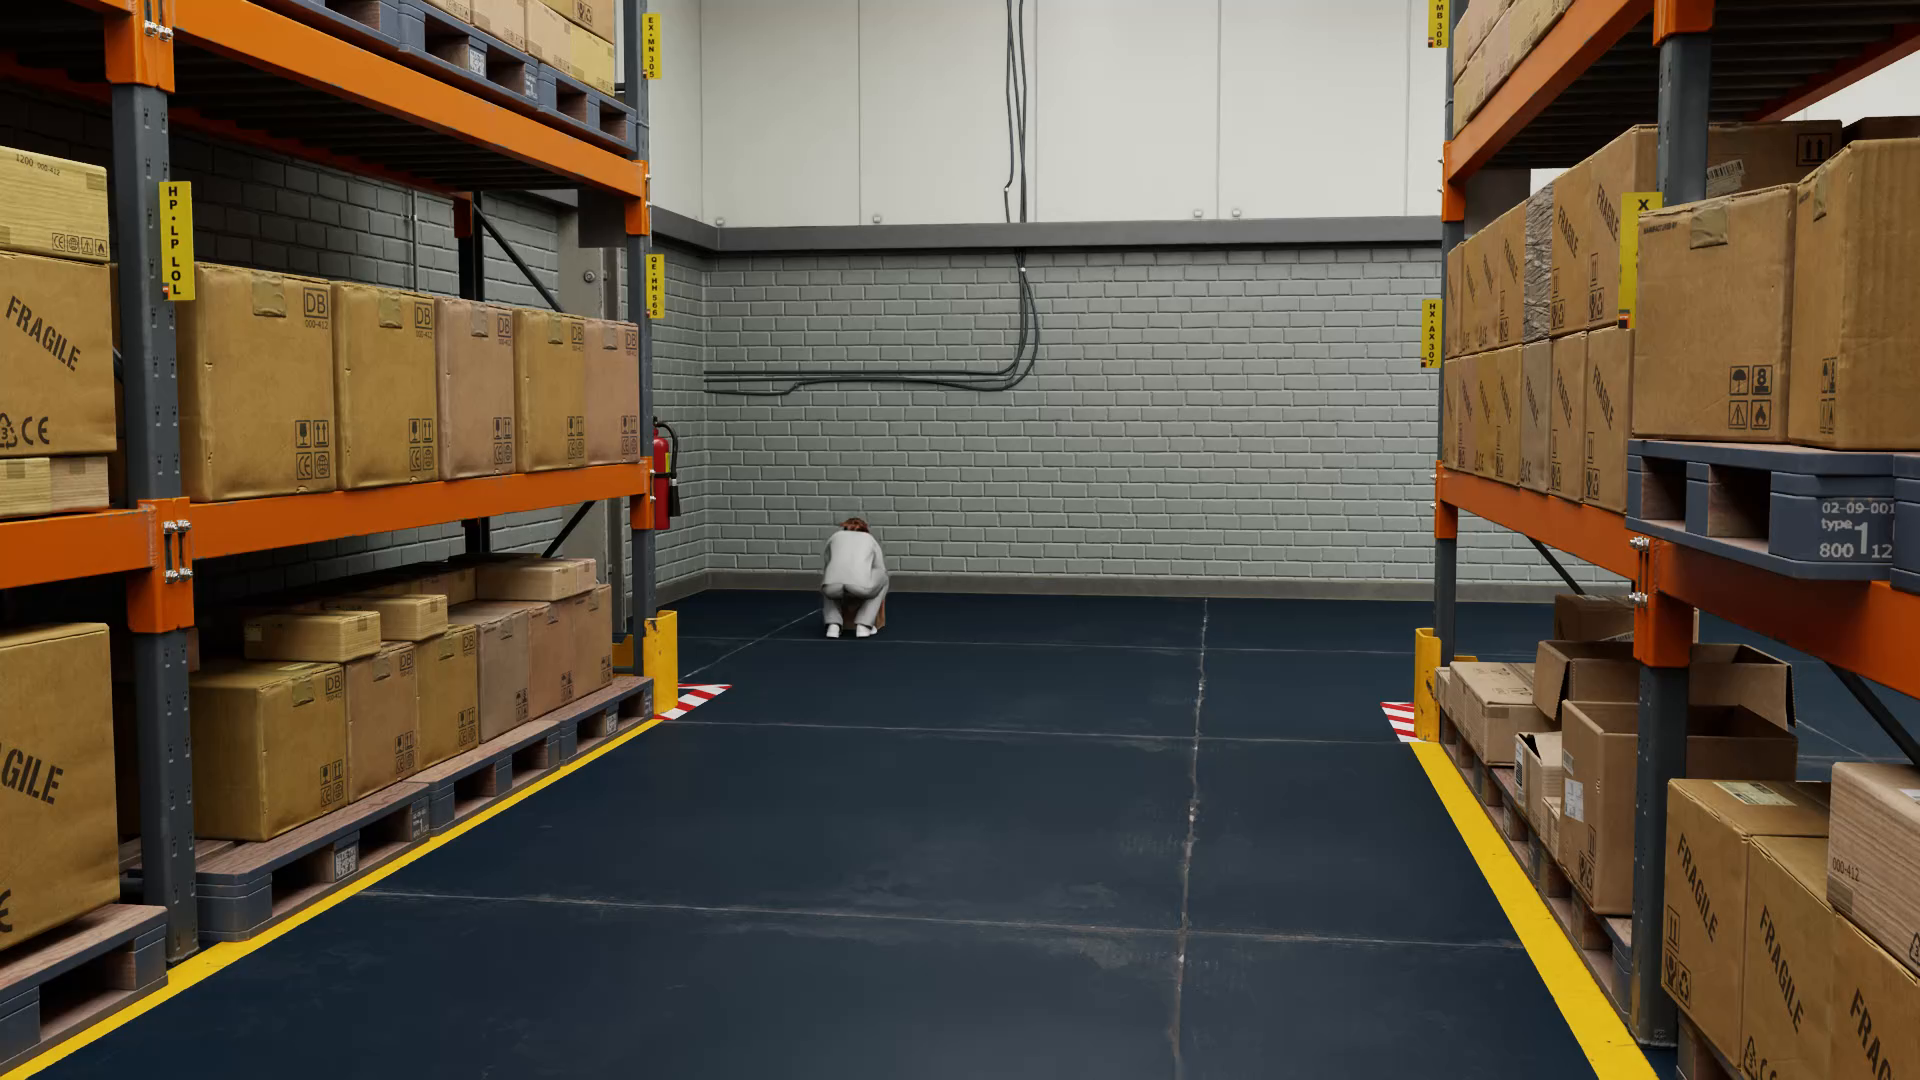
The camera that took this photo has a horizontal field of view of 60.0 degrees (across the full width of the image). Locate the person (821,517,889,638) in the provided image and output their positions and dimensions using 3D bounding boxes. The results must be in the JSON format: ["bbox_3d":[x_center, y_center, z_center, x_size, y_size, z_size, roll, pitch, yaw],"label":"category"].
[{"bbox_3d":[-0.751,0.263,11.635,0.468,0.803,0.804,1,5,9],"label":"person"}]
